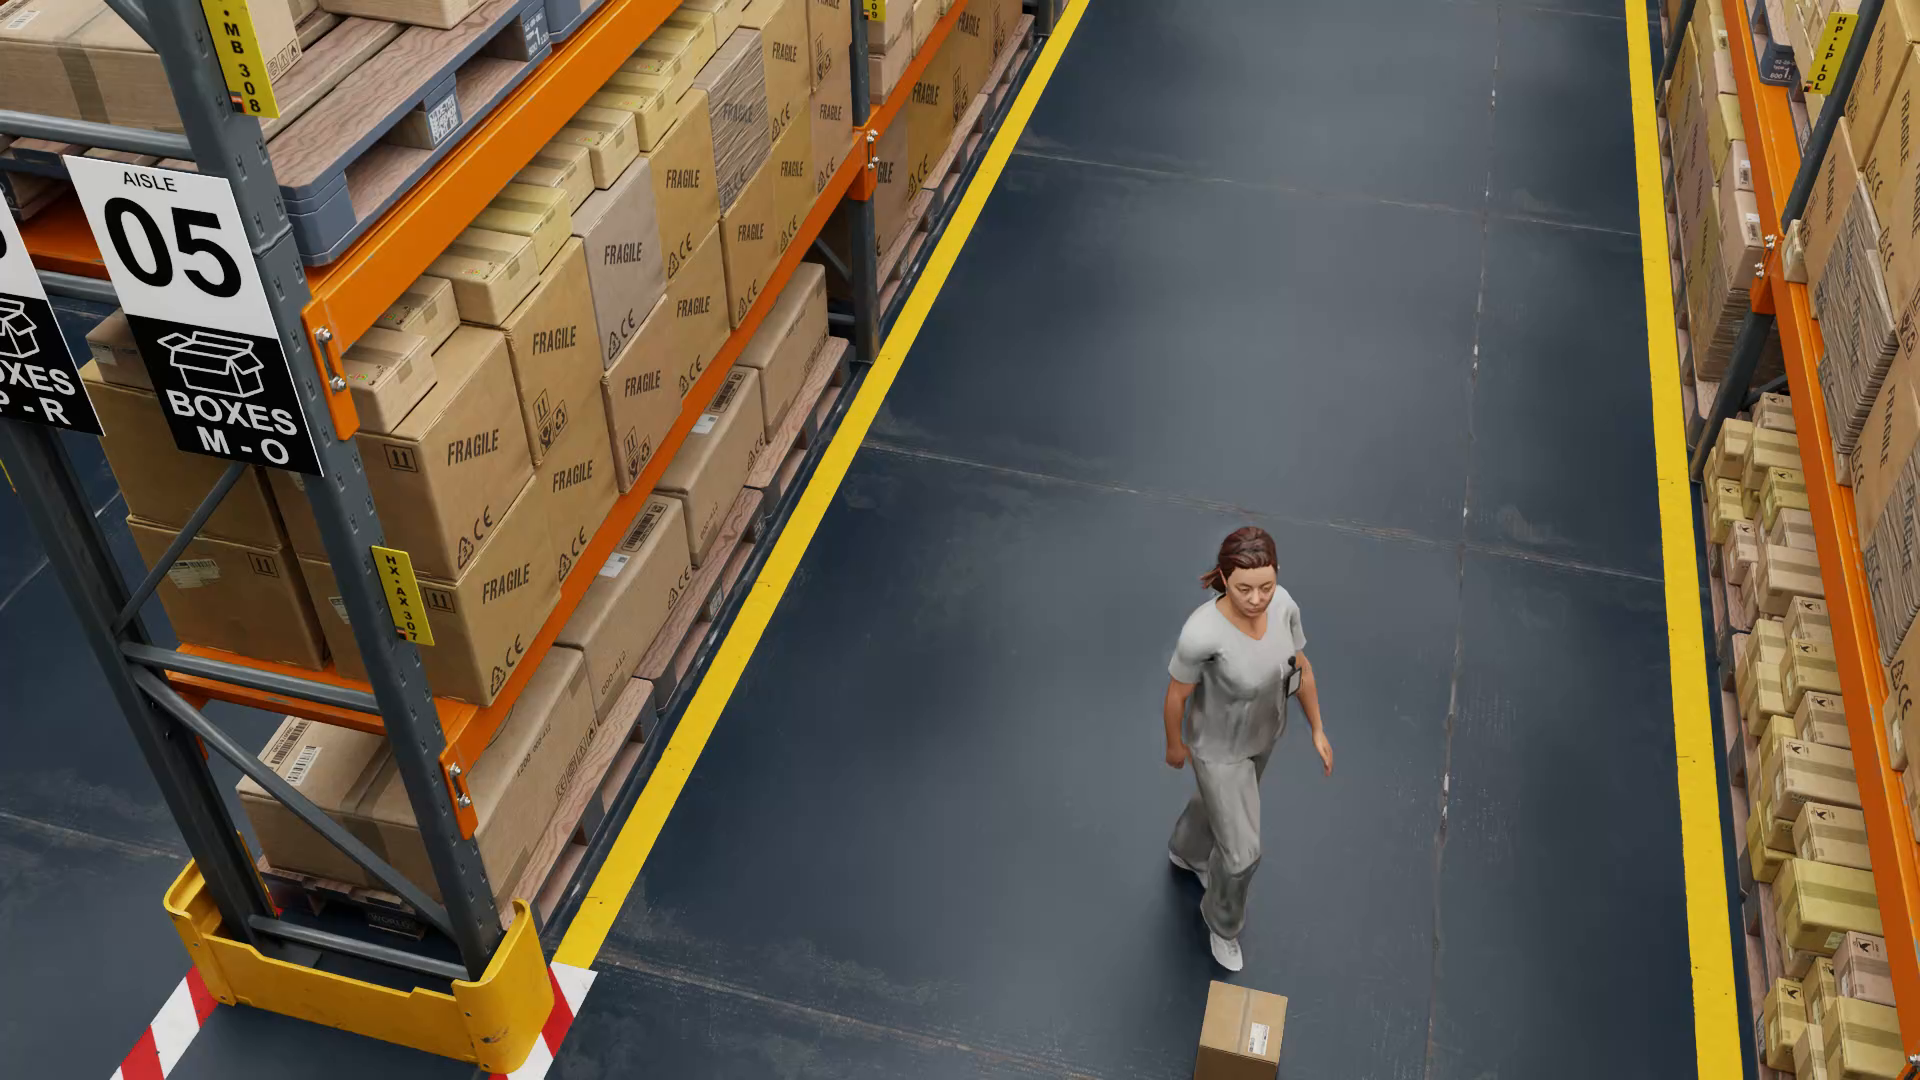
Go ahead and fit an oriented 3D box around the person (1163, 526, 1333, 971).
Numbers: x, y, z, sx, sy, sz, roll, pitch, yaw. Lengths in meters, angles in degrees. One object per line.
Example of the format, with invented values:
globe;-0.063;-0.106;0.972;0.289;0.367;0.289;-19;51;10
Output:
person;0.917;0.686;5.405;0.458;1.735;0.521;-27;48;-27
